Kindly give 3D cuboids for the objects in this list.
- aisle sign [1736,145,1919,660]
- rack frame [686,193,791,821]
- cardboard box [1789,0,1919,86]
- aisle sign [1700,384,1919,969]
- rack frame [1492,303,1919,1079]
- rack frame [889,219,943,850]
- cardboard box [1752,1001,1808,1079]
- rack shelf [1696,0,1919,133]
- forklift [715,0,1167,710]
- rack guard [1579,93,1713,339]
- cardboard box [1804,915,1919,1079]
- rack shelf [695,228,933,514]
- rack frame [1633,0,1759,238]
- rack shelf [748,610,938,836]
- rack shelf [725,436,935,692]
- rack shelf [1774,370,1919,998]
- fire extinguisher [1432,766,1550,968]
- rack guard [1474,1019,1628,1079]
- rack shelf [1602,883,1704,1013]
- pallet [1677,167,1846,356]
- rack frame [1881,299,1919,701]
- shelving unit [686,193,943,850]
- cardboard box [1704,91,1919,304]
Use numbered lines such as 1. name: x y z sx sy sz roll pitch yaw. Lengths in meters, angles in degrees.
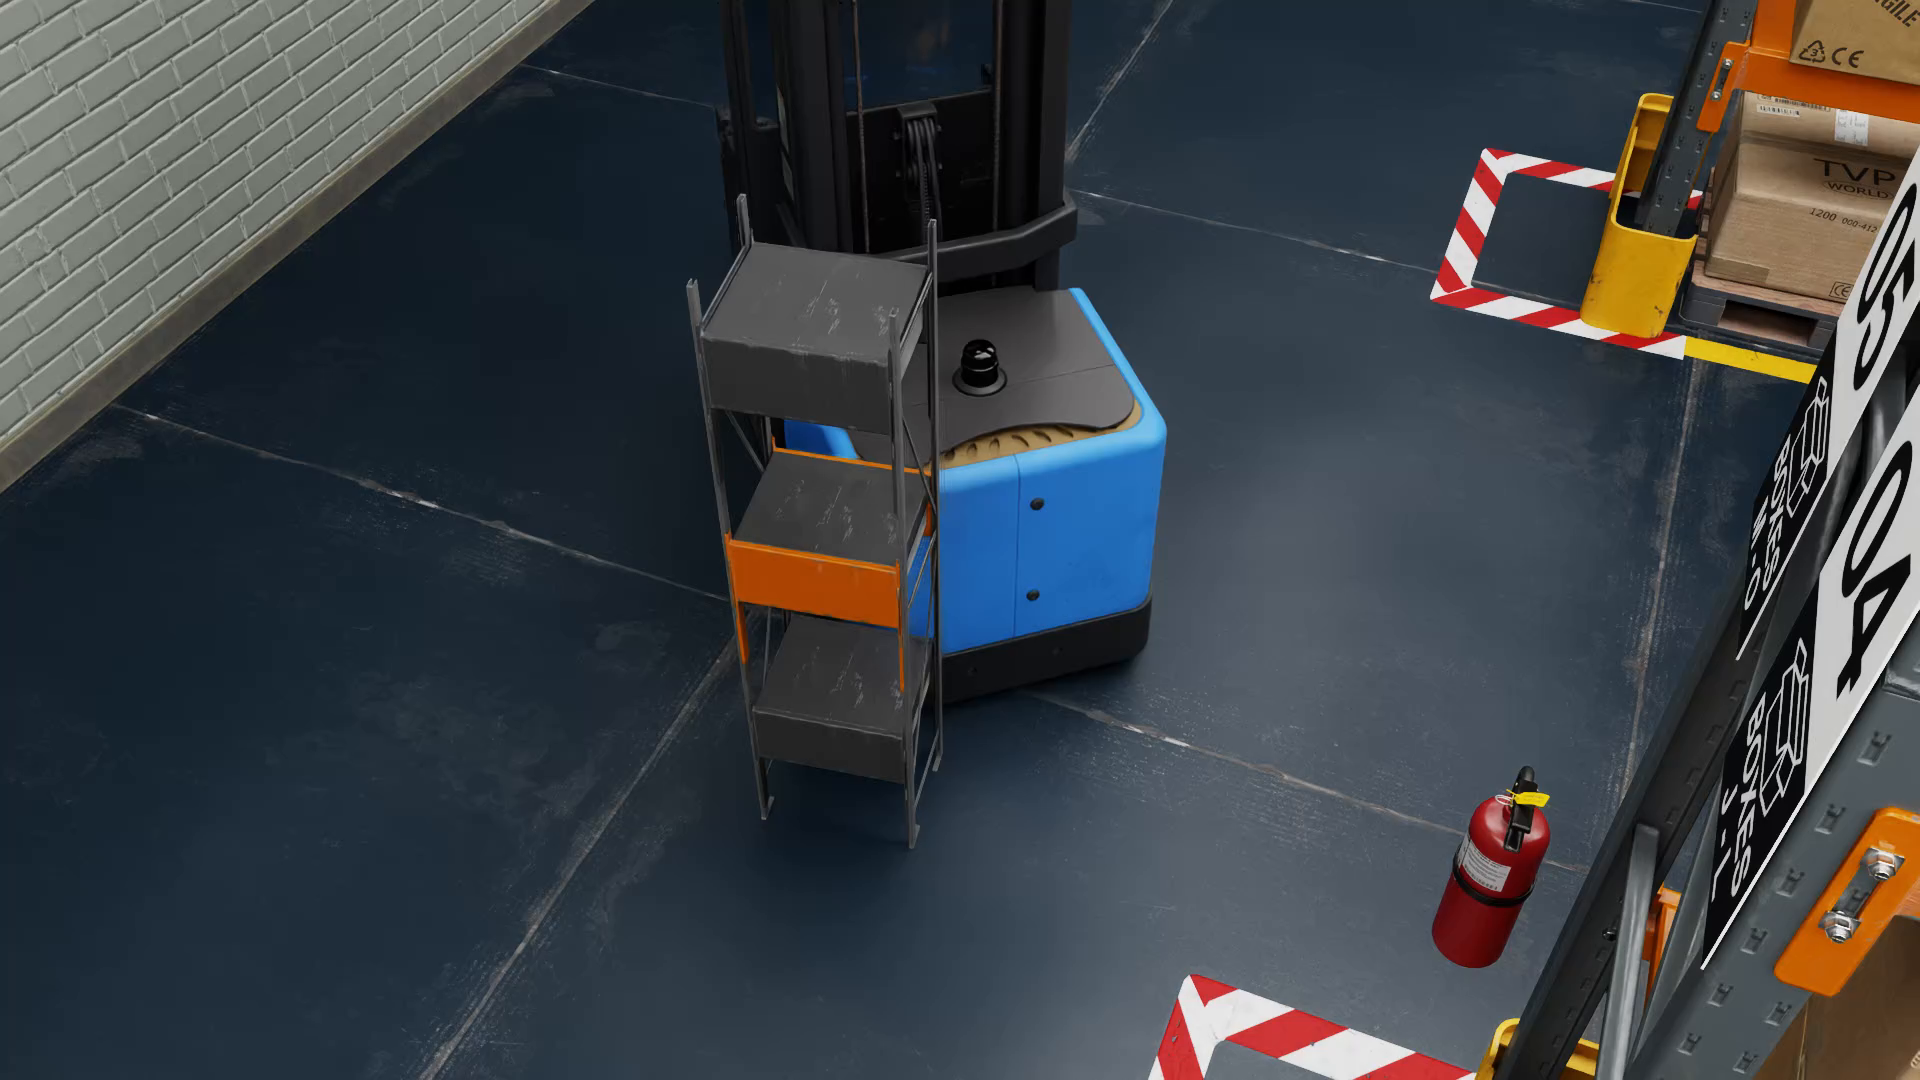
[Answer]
1. aisle sign: 1.313 -0.216 2.498 0.004 0.787 0.394 16 47 16
2. rack frame: -0.585 0.020 4.741 0.015 2.100 0.400 9 46 9
3. cardboard box: 3.409 -2.047 6.110 0.500 0.500 0.500 16 47 16
4. aisle sign: 1.082 0.174 2.105 0.004 0.787 0.394 16 47 16
5. rack frame: 1.264 0.920 3.198 0.127 3.000 1.000 16 47 16
6. rack frame: -0.109 0.098 4.663 0.015 2.100 0.400 9 46 9
7. cardboard box: 1.572 1.081 2.755 0.500 0.500 0.500 19 48 18
8. rack shelf: 4.923 -1.531 6.172 4.000 0.370 1.077 16 47 16
9. forklift: -0.283 -1.505 5.684 1.130 2.935 3.031 -13 46 -13
10. rack guard: 3.055 -1.450 7.353 0.348 0.500 1.175 16 47 16
11. cardboard box: 1.577 0.720 2.409 0.500 0.500 0.500 16 47 16
12. rack shelf: -0.347 -0.428 4.218 0.480 0.518 0.431 9 46 9
13. rack frame: 3.077 -2.329 6.464 0.127 3.000 1.000 16 47 16
14. rack shelf: -0.347 0.565 5.205 0.480 0.518 0.431 9 46 9
15. rack shelf: -0.347 0.069 4.712 0.480 0.518 0.431 9 46 9
16. rack shelf: 3.110 0.655 1.848 4.000 0.370 1.077 16 47 16
17. fire extinguisher: 1.210 0.711 3.728 0.183 0.674 0.296 16 47 16
18. rack guard: 1.335 1.827 4.059 0.348 0.500 1.175 16 47 16
19. rack shelf: 3.110 1.719 2.906 4.000 0.370 1.077 16 47 16
20. pallet: 3.845 -1.175 7.281 1.213 0.211 1.003 16 47 16
21. rack frame: 1.264 -1.206 1.082 0.127 3.000 1.000 16 47 16
22. shelving unit: -0.347 0.059 4.702 0.503 2.100 0.431 9 46 9
23. cardboard box: 3.725 -1.456 7.105 0.875 0.438 0.875 15 47 15
